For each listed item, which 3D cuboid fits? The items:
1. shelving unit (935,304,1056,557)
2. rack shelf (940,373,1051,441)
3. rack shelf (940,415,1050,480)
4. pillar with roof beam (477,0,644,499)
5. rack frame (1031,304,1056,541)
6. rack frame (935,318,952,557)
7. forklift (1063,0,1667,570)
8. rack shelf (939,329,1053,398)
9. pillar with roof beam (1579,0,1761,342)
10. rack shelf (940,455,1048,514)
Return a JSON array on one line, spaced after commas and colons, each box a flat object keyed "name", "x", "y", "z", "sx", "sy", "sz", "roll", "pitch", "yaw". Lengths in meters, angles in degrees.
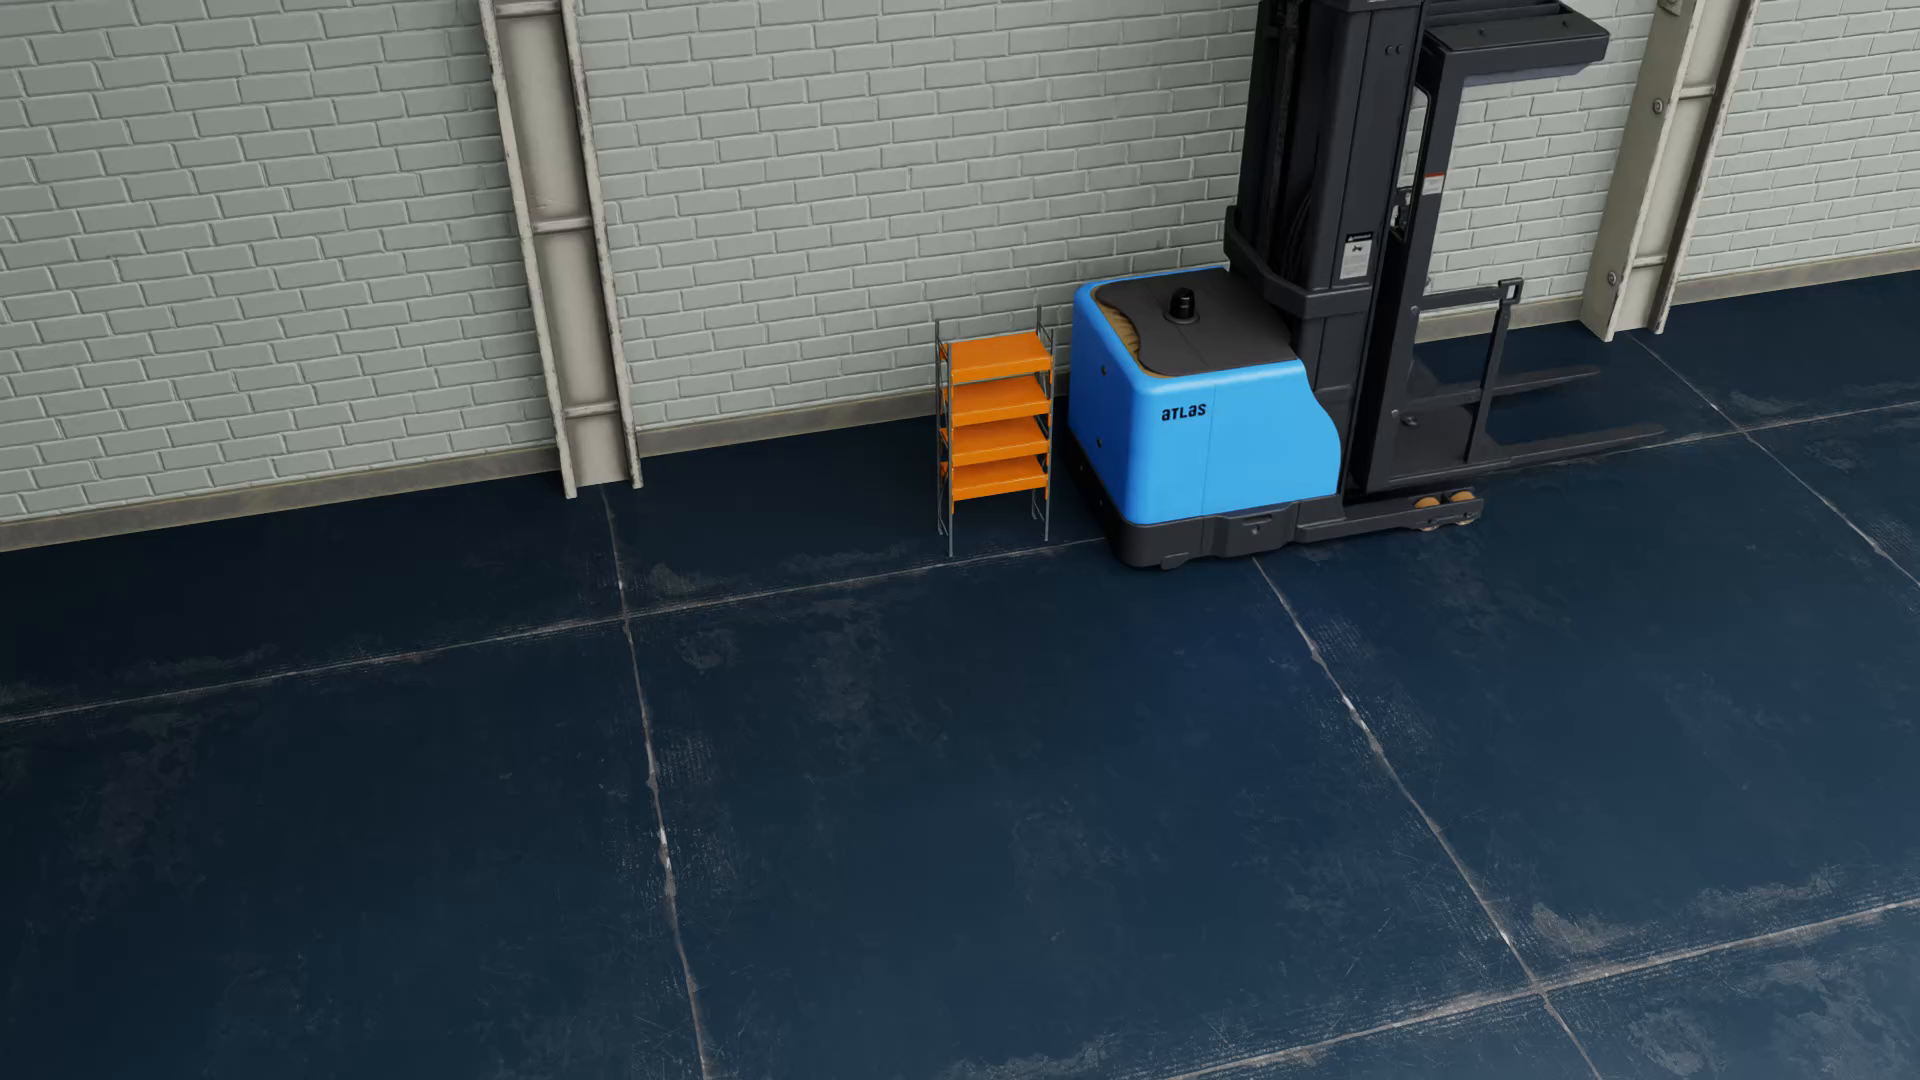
[{"name": "shelving unit", "x": 0.160, "y": -0.503, "z": 7.899, "sx": 0.503, "sy": 1.200, "sz": 0.258, "roll": -9, "pitch": 38, "yaw": -12}, {"name": "rack shelf", "x": 0.160, "y": -0.627, "z": 7.804, "sx": 0.480, "sy": 0.148, "sz": 0.258, "roll": -9, "pitch": 38, "yaw": -12}, {"name": "rack shelf", "x": 0.160, "y": -0.449, "z": 7.940, "sx": 0.480, "sy": 0.148, "sz": 0.258, "roll": -9, "pitch": 38, "yaw": -12}, {"name": "pillar with roof beam", "x": -0.743, "y": -1.381, "z": 2.629, "sx": 0.400, "sy": 9.000, "sz": 9.100, "roll": -9, "pitch": 38, "yaw": -12}, {"name": "rack frame", "x": 0.395, "y": -0.541, "z": 7.950, "sx": 0.015, "sy": 1.200, "sz": 0.240, "roll": -9, "pitch": 38, "yaw": -12}, {"name": "rack frame", "x": -0.076, "y": -0.464, "z": 7.849, "sx": 0.015, "sy": 1.200, "sz": 0.240, "roll": -9, "pitch": 38, "yaw": -12}, {"name": "forklift", "x": 2.114, "y": -1.510, "z": 7.792, "sx": 3.031, "sy": 2.935, "sz": 1.130, "roll": -9, "pitch": 38, "yaw": -12}, {"name": "rack shelf", "x": 0.160, "y": -0.815, "z": 7.660, "sx": 0.480, "sy": 0.148, "sz": 0.258, "roll": -9, "pitch": 38, "yaw": -12}, {"name": "pillar with roof beam", "x": 5.050, "y": -2.332, "z": 3.871, "sx": 0.400, "sy": 9.000, "sz": 9.100, "roll": -9, "pitch": 38, "yaw": -12}, {"name": "rack shelf", "x": 0.160, "y": -0.292, "z": 8.061, "sx": 0.480, "sy": 0.148, "sz": 0.258, "roll": -9, "pitch": 38, "yaw": -12}]
